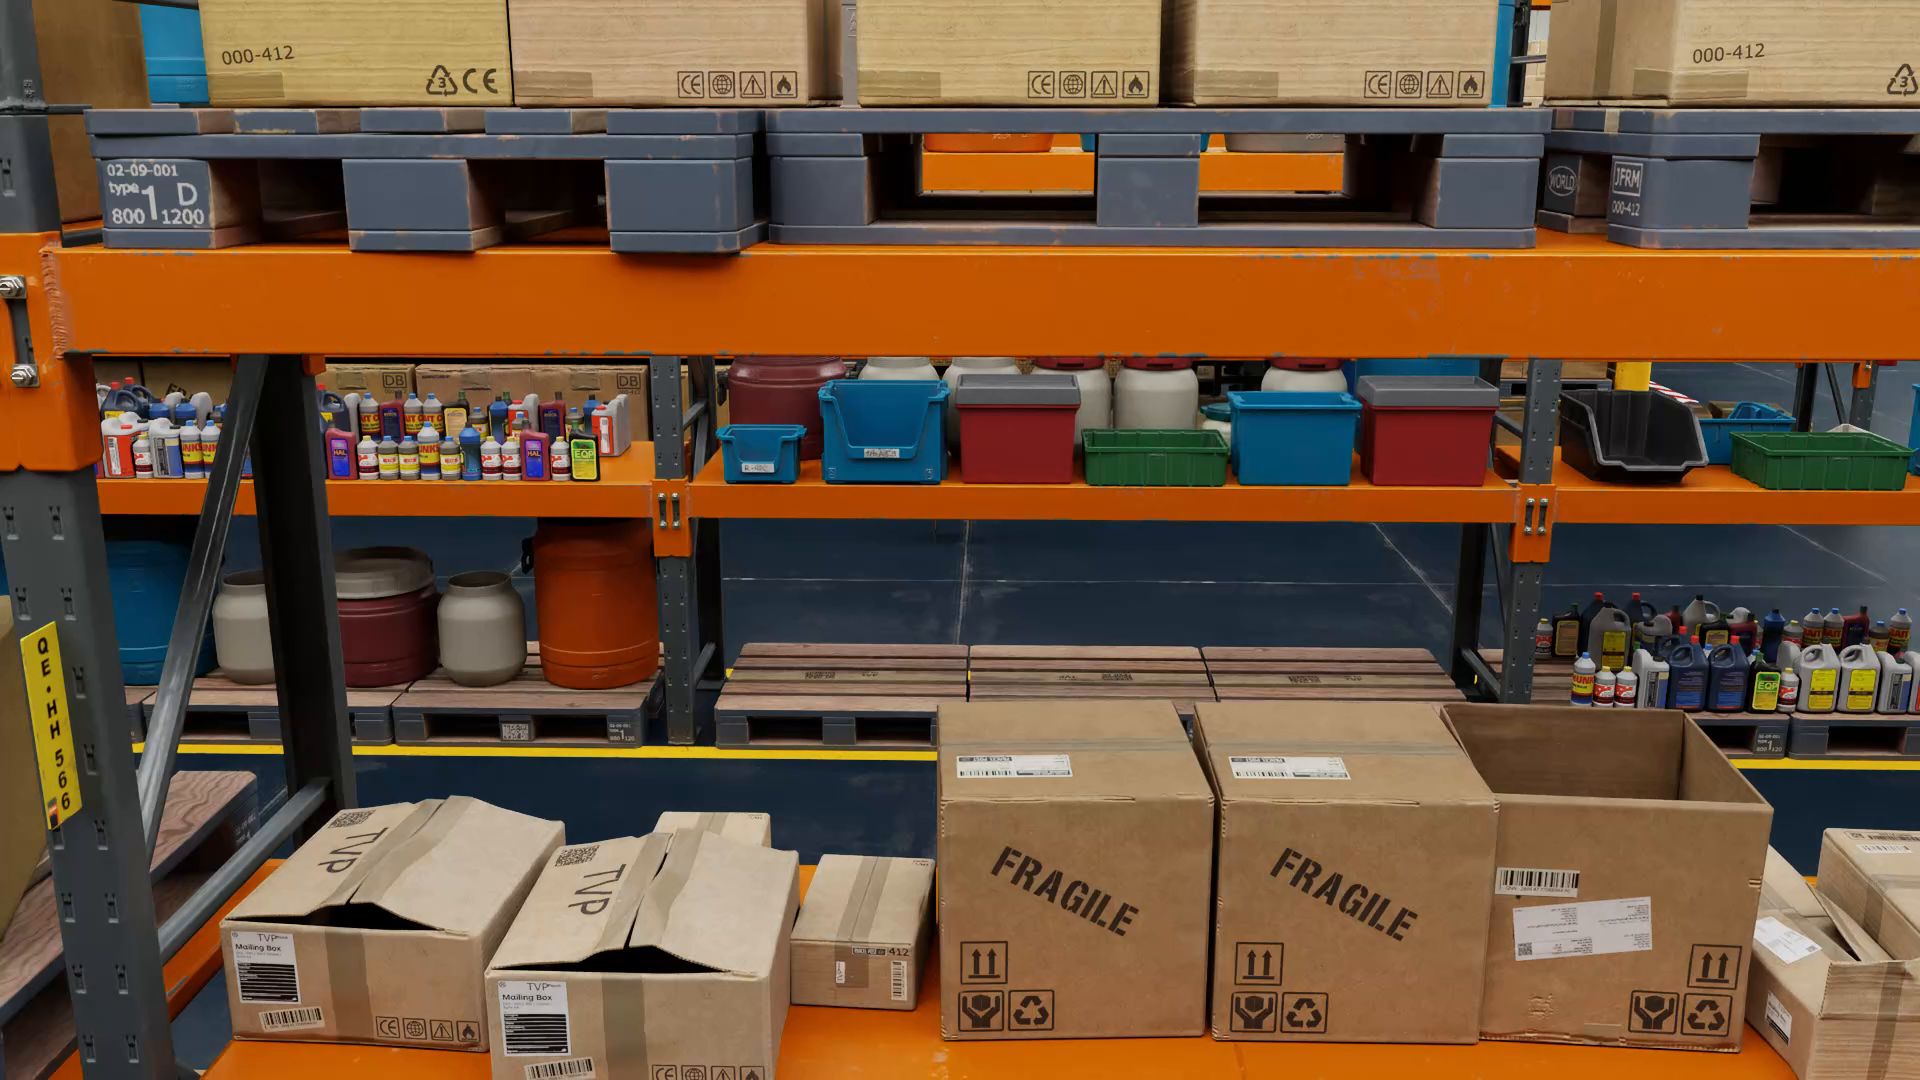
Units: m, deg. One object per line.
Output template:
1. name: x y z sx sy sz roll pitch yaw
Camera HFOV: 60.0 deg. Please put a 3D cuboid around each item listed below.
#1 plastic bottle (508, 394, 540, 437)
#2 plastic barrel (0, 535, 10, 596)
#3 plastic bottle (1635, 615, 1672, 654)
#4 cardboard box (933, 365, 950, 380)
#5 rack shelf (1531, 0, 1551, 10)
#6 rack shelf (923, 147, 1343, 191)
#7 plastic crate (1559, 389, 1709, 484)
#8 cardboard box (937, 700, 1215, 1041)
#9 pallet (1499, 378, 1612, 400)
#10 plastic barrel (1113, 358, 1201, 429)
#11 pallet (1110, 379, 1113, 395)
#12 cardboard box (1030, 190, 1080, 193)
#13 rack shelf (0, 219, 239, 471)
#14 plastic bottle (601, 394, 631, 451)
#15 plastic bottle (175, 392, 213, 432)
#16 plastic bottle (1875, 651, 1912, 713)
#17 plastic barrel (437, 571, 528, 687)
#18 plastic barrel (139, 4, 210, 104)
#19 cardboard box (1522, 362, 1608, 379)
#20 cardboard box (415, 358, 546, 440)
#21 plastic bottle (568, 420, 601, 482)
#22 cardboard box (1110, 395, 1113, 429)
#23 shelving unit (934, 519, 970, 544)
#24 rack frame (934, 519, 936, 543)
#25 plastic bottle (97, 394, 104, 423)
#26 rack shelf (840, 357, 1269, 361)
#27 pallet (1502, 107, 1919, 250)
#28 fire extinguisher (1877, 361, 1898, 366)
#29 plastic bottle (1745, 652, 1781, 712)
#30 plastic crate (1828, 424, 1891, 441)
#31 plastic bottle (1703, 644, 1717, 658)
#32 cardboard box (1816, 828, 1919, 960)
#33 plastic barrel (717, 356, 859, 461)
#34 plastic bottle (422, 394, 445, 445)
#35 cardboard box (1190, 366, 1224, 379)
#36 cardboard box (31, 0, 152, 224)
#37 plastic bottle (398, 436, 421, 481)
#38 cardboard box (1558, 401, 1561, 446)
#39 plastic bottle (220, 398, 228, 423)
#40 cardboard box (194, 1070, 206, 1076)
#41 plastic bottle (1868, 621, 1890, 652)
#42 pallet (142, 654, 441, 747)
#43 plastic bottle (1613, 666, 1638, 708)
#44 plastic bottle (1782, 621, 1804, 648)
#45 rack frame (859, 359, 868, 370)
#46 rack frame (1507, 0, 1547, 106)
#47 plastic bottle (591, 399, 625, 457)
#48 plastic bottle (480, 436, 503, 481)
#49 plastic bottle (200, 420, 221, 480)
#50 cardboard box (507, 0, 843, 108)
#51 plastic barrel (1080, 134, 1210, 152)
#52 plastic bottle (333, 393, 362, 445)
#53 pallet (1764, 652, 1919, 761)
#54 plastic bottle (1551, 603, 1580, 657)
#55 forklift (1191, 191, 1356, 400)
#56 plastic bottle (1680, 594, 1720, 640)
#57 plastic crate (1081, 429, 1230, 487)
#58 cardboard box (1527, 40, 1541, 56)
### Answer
1. plastic bottle: -2.226 -0.607 8.504 0.135 0.276 0.152 0 15 1
2. plastic barrel: -4.795 0.215 8.436 0.708 0.901 0.600 0 15 1
3. plastic bottle: 3.524 0.521 8.460 0.135 0.276 0.152 0 15 1
4. cardboard box: -0.012 -1.211 13.117 0.500 0.250 0.500 2 15 8
5. rack shelf: 5.013 -5.426 16.962 4.000 0.370 1.077 0 15 1
6. rack shelf: 0.660 -1.668 7.813 4.000 0.370 1.077 0 15 1
7. plastic crate: 3.179 -0.487 7.927 0.504 0.338 0.767 0 15 1
8. cardboard box: 0.208 0.643 3.327 0.500 0.500 0.500 0 15 -2
9. pallet: 6.211 -1.691 17.835 1.213 0.211 1.003 0 15 1
10. plastic barrel: 0.975 -0.685 8.291 0.433 0.535 0.433 0 15 0
11. pallet: 1.017 -1.725 17.963 1.213 0.211 1.003 0 15 1
12. cardboard box: 0.993 -3.623 17.538 0.500 0.500 0.700 0 15 1
13. rack shelf: -3.469 -0.431 3.124 4.000 0.370 1.077 0 15 1
14. plastic bottle: -1.764 -0.604 8.492 0.135 0.276 0.152 0 15 1
15. plastic bottle: -3.932 -0.618 8.546 0.135 0.276 0.152 0 15 1
16. plastic bottle: 4.421 0.668 7.905 0.135 0.276 0.152 0 15 0
17. plastic barrel: -2.396 0.441 8.340 0.421 0.512 0.421 0 15 0
18. plastic barrel: -3.628 -2.528 7.858 0.708 0.901 0.600 0 15 1
19. cardboard box: 6.332 -2.217 17.706 0.875 0.875 0.875 0 15 2
20. cardboard box: -3.678 -1.039 13.239 0.875 0.875 1.225 0 15 -1
21. plastic bottle: -1.755 -0.416 7.766 0.133 0.283 0.061 0 15 1
22. cardboard box: 1.137 -0.841 13.184 0.500 0.500 0.700 -1 15 -3
23. shelving unit: -0.053 -0.508 11.707 0.252 1.050 0.215 0 15 1
24. rack frame: -0.175 -0.509 11.710 0.008 1.050 0.200 0 15 1
25. plastic bottle: -4.415 -0.622 8.413 0.185 0.351 0.144 0 15 1
26. rack shelf: 0.786 -1.481 12.983 4.000 0.370 1.077 0 15 1
27. pallet: 1.647 -0.650 2.918 1.217 0.209 0.805 0 15 -1
28. fire extinguisher: 6.887 -1.634 12.305 0.183 0.674 0.296 0 15 1
29. plastic bottle: 3.808 0.672 7.875 0.133 0.283 0.061 1 15 4
30. plastic crate: 4.289 -0.479 8.293 0.437 0.136 0.530 0 15 1
31. plastic bottle: 3.604 0.635 8.039 0.097 0.271 0.097 0 15 0
32. cardboard box: 2.036 0.791 3.256 0.500 0.250 0.500 1 15 5
33. plastic barrel: -0.868 -0.719 8.417 0.708 0.536 0.600 0 15 1
34. plastic bottle: -2.706 -0.615 8.543 0.097 0.271 0.097 0 15 0
35. cardboard box: 2.391 -2.176 17.796 0.750 0.750 1.050 0 15 1
36. cardboard box: -1.907 -0.808 2.948 0.500 0.500 0.910 0 15 1
37. plastic bottle: -2.587 -0.387 7.815 0.097 0.201 0.097 0 15 0
38. cardboard box: 4.937 -0.796 13.056 0.500 0.500 0.500 2 15 7
39. plastic bottle: -3.685 -0.582 8.420 0.097 0.271 0.097 0 15 0
40. cardboard box: -1.918 1.605 3.916 0.500 0.500 0.500 1 15 4
41. plastic bottle: 4.750 0.522 8.605 0.097 0.201 0.097 0 15 0
42. pallet: -3.345 0.766 8.521 1.213 0.211 1.003 0 15 1
43. plastic bottle: 3.170 0.703 7.919 0.097 0.201 0.097 0 15 0
44. plastic bottle: 4.312 0.519 8.616 0.097 0.201 0.097 0 15 0
45. rack frame: -0.985 -3.106 17.733 0.127 3.000 1.000 0 15 1
46. rack frame: 2.659 -3.453 7.289 0.127 3.000 1.000 0 15 1
47. plastic bottle: -1.768 -0.565 8.345 0.135 0.276 0.152 0 15 1
48. plastic bottle: -2.198 -0.384 7.805 0.097 0.201 0.097 0 15 0
49. plastic bottle: -3.515 -0.426 7.829 0.097 0.271 0.097 0 15 0
50. cardboard box: -0.490 -0.909 2.996 0.500 0.250 0.500 1 15 3
51. plastic barrel: 0.838 -2.202 7.443 0.708 0.901 0.600 0 15 1
52. plastic bottle: -3.150 -0.613 8.527 0.135 0.276 0.152 0 15 1
53. pallet: 4.552 0.818 8.326 1.213 0.211 1.003 0 15 1
54. plastic bottle: 3.149 0.467 8.652 0.133 0.283 0.061 1 15 4
55. forklift: 2.405 -2.171 14.324 3.031 2.935 1.130 -1 15 -3
56. plastic bottle: 3.825 0.450 8.586 0.185 0.351 0.144 0 15 1
57. plastic crate: 0.911 -0.390 7.852 0.662 0.188 0.450 0 15 1
58. cardboard box: 5.652 -4.942 16.723 0.250 0.149 0.380 0 15 2
